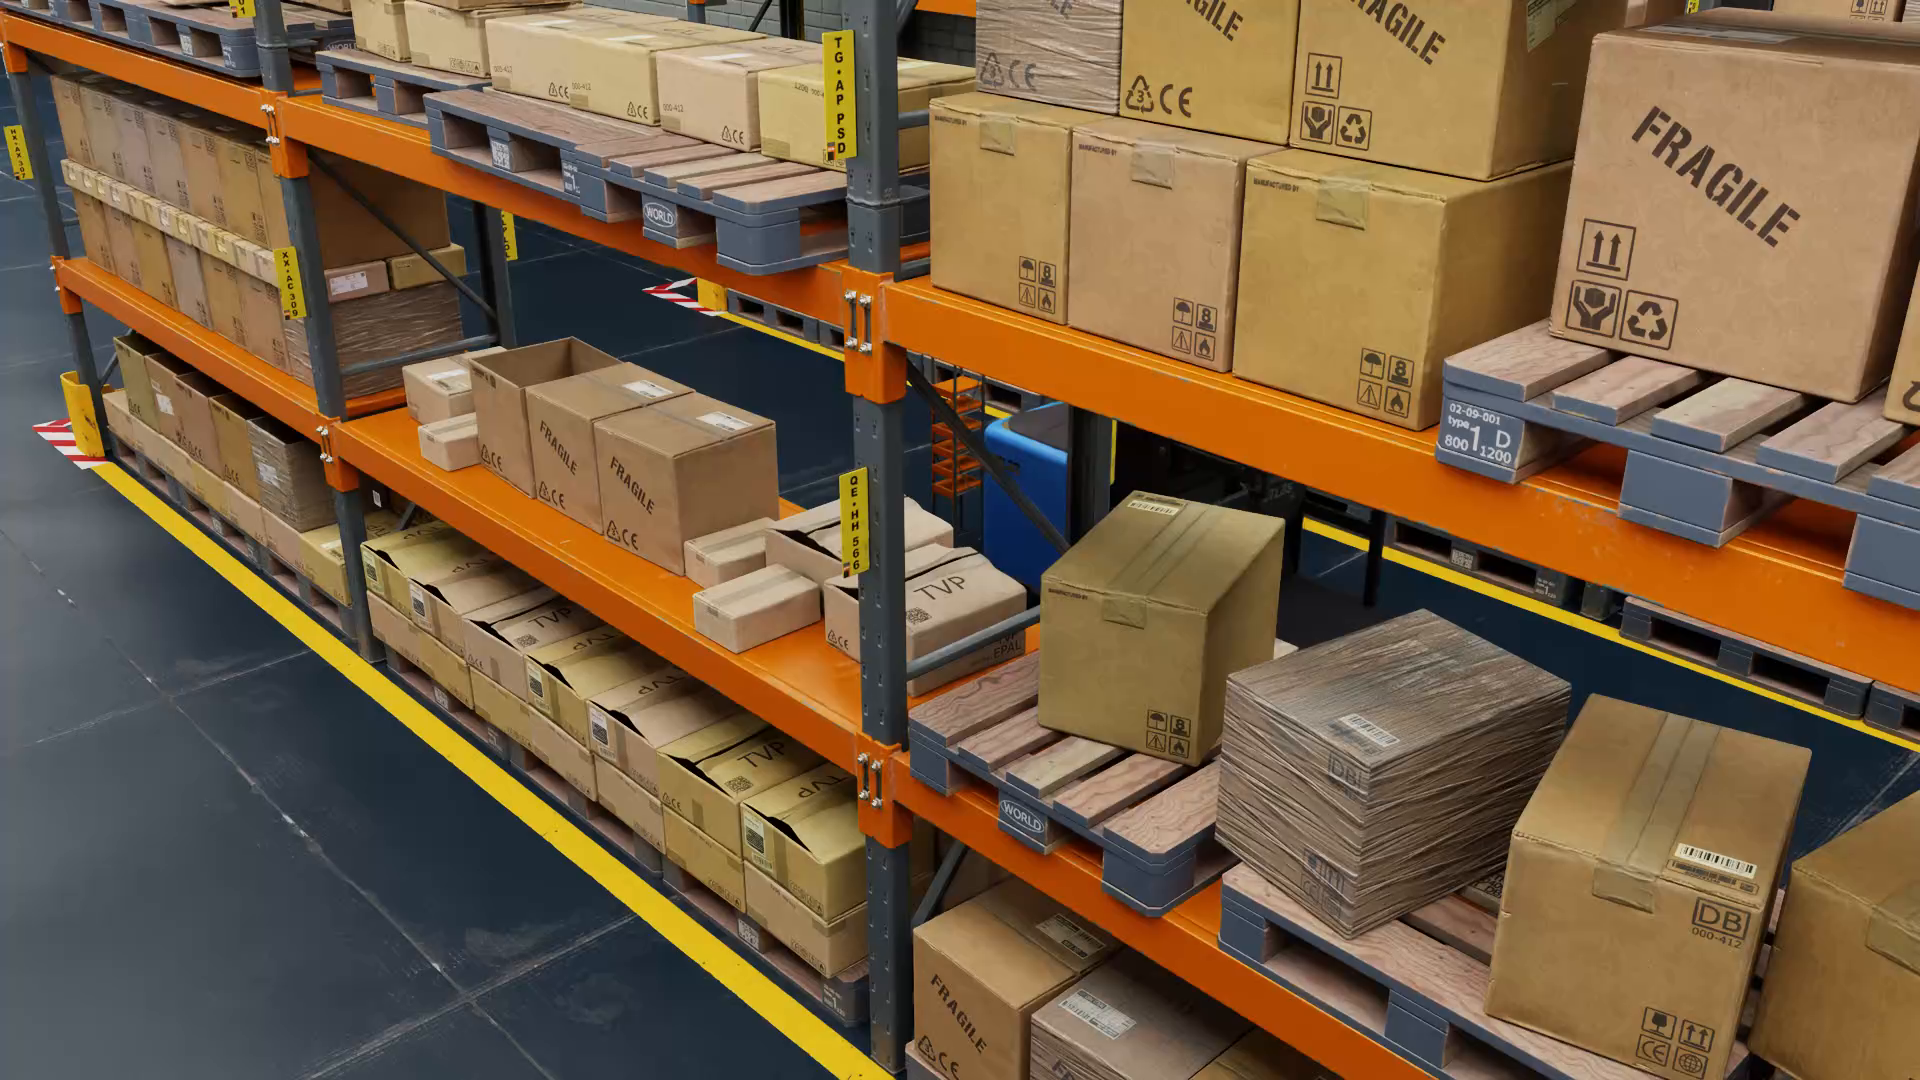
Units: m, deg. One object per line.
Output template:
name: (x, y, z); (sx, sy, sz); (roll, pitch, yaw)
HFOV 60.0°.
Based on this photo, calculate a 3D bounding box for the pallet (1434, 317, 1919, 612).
pallet: (1.725, -0.278, 3.358); (1.213, 0.211, 1.003); (-21, 32, -38)

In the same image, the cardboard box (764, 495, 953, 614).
cardboard box: (-0.374, 0.035, 6.167); (0.500, 0.311, 0.500); (-22, 32, -39)

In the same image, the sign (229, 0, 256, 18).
sign: (-3.042, -2.370, 6.999); (0.100, 0.325, 0.005); (-21, 32, -38)

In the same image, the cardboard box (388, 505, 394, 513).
cardboard box: (-3.071, -0.211, 9.406); (0.500, 0.250, 0.500); (-21, 32, -38)

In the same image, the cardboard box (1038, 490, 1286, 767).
cardboard box: (0.609, 0.242, 4.978); (0.500, 0.500, 0.700); (12, 27, 25)

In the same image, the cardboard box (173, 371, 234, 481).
cardboard box: (-4.144, -0.704, 9.583); (0.500, 0.500, 0.500); (-21, 32, -38)

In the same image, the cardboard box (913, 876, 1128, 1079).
cardboard box: (0.199, 1.476, 5.382); (0.500, 0.500, 0.500); (-20, 31, -36)

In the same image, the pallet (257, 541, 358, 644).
pallet: (-3.151, 0.124, 9.224); (1.003, 0.211, 1.213); (-21, 32, -38)

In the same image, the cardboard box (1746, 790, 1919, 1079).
cardboard box: (2.153, 0.898, 3.541); (0.700, 0.500, 0.500); (-16, 29, -31)

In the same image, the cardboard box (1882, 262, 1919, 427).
cardboard box: (2.066, -0.484, 2.837); (0.600, 0.600, 0.600); (-22, 32, -39)

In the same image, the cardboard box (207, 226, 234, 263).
cardboard box: (-3.674, -1.563, 8.660); (0.380, 0.149, 0.250); (-21, 32, -39)

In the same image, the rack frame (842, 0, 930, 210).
rack frame: (0.096, -2.409, 4.189); (1.000, 3.000, 0.127); (-21, 32, -38)

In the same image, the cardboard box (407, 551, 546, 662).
cardboard box: (-2.199, 0.262, 7.693); (0.500, 0.311, 0.500); (-22, 32, -39)

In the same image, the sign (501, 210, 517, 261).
sign: (-2.248, -1.540, 8.211); (0.100, 0.325, 0.005); (-21, 32, -38)

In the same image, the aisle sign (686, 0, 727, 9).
aisle sign: (-2.026, -4.630, 13.152); (0.394, 0.787, 0.004); (-21, 32, -38)

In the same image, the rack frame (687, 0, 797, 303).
rack frame: (-1.758, -3.510, 13.830); (1.000, 3.000, 0.127); (-21, 32, -38)

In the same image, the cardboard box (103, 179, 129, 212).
cardboard box: (-4.738, -2.032, 9.688); (0.380, 0.149, 0.250); (-22, 32, -39)

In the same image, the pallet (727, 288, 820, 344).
pallet: (-1.177, -1.962, 13.797); (1.003, 0.211, 1.213); (-21, 32, -38)

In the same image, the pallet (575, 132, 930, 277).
pallet: (-0.433, -1.139, 5.246); (1.213, 0.211, 1.003); (-19, 31, -36)

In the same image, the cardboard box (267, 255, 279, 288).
cardboard box: (-3.148, -1.330, 8.148); (0.380, 0.149, 0.250); (-22, 33, -39)

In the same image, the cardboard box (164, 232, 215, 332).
cardboard box: (-4.002, -1.536, 9.382); (0.700, 0.500, 0.500); (-20, 31, -37)

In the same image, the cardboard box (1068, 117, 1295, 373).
cardboard box: (0.768, -0.813, 4.184); (0.910, 0.500, 0.500); (-21, 32, -38)

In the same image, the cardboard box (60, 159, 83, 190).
cardboard box: (-5.261, -2.264, 10.198); (0.380, 0.149, 0.250); (-22, 32, -39)

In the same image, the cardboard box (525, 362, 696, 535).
cardboard box: (-1.422, -0.389, 6.868); (0.500, 0.500, 0.500); (-21, 32, -38)

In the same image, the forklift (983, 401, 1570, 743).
forklift: (1.469, -0.629, 7.597); (1.130, 2.935, 3.031); (-21, 32, -38)

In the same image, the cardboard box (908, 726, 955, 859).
cardboard box: (-0.047, 0.883, 6.332); (0.500, 0.311, 0.500); (-20, 31, -37)

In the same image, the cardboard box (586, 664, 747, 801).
cardboard box: (-1.145, 0.727, 6.674); (0.500, 0.311, 0.500); (-21, 32, -39)

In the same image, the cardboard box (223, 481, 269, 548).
cardboard box: (-3.801, -0.212, 9.408); (0.500, 0.250, 0.500); (-21, 32, -38)

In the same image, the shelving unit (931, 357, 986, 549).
shelving unit: (-0.010, -0.550, 9.511); (0.258, 1.200, 0.189); (-21, 32, -38)

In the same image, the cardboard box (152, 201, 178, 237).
cardboard box: (-4.211, -1.798, 9.176); (0.380, 0.149, 0.250); (-21, 32, -38)

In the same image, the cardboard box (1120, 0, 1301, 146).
cardboard box: (0.738, -1.257, 3.951); (0.500, 0.500, 0.500); (-21, 32, -38)

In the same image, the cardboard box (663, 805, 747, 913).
cardboard box: (-0.796, 1.135, 6.456); (0.500, 0.250, 0.500); (-22, 32, -39)

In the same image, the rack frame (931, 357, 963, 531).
rack frame: (-0.072, -0.578, 9.571); (0.240, 1.200, 0.006); (-21, 32, -38)

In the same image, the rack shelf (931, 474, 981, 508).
rack shelf: (-0.010, -0.291, 9.629); (0.258, 0.103, 0.180); (-21, 32, -38)

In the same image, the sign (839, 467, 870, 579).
sign: (-0.307, -0.048, 4.847); (0.100, 0.325, 0.005); (-21, 32, -38)

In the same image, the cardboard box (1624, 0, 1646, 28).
cardboard box: (3.020, -2.561, 8.219); (0.500, 0.311, 0.500); (-21, 32, -38)

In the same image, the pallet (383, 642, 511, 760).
pallet: (-2.106, 0.589, 8.205); (1.003, 0.211, 1.213); (-21, 32, -38)

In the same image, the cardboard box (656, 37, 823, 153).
cardboard box: (-0.626, -1.443, 5.359); (0.500, 0.250, 0.500); (-20, 31, -37)

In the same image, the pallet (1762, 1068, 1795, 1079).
pallet: (2.364, 1.346, 3.416); (1.003, 0.211, 1.213); (-21, 32, -38)

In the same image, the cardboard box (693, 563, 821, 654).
cardboard box: (-0.720, 0.240, 5.912); (0.380, 0.149, 0.250); (-21, 32, -38)

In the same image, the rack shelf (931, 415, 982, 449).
rack shelf: (-0.010, -0.619, 9.479); (0.258, 0.103, 0.180); (-21, 32, -38)

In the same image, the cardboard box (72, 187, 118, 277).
cardboard box: (-5.062, -2.004, 10.409); (0.700, 0.500, 0.500); (-21, 32, -38)

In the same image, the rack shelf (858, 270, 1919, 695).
rack shelf: (1.463, -0.111, 3.633); (1.077, 0.370, 4.000); (-21, 32, -38)

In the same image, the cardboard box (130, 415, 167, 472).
cardboard box: (-4.823, -0.668, 10.407); (0.500, 0.250, 0.500); (-21, 32, -38)

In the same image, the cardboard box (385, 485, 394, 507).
cardboard box: (-3.074, -0.552, 9.249); (0.500, 0.500, 0.500); (-21, 32, -38)

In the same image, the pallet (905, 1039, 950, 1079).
pallet: (0.579, 1.826, 5.494); (1.003, 0.211, 1.213); (-21, 32, -38)

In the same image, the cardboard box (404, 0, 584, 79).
cardboard box: (-1.846, -2.024, 6.634); (0.500, 0.250, 0.500); (20, 31, 37)

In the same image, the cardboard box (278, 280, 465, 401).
cardboard box: (-2.946, -1.070, 8.361); (0.700, 0.500, 0.500); (-22, 33, -40)

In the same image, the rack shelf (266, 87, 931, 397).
rack shelf: (-1.271, -1.323, 6.289); (1.077, 0.370, 4.000); (-21, 32, -38)

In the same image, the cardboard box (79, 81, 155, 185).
cardboard box: (-4.662, -2.421, 9.758); (0.700, 0.500, 0.500); (-22, 33, -40)

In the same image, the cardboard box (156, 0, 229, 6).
cardboard box: (-3.662, -2.685, 8.035); (0.380, 0.149, 0.250); (-21, 32, -38)

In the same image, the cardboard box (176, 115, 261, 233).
cardboard box: (-3.634, -1.965, 8.760); (0.700, 0.500, 0.500); (-21, 32, -38)

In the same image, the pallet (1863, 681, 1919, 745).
pallet: (5.023, 0.812, 7.716); (1.003, 0.211, 1.213); (-21, 32, -38)

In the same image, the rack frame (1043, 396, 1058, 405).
rack frame: (0.976, -2.298, 11.174); (1.000, 3.000, 0.127); (-21, 32, -38)

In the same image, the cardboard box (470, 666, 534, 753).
cardboard box: (-1.838, 0.672, 7.470); (0.500, 0.250, 0.500); (-22, 33, -40)

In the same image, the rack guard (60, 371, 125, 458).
rack guard: (-5.388, -0.974, 11.282); (1.175, 0.500, 0.348); (-21, 32, -38)
